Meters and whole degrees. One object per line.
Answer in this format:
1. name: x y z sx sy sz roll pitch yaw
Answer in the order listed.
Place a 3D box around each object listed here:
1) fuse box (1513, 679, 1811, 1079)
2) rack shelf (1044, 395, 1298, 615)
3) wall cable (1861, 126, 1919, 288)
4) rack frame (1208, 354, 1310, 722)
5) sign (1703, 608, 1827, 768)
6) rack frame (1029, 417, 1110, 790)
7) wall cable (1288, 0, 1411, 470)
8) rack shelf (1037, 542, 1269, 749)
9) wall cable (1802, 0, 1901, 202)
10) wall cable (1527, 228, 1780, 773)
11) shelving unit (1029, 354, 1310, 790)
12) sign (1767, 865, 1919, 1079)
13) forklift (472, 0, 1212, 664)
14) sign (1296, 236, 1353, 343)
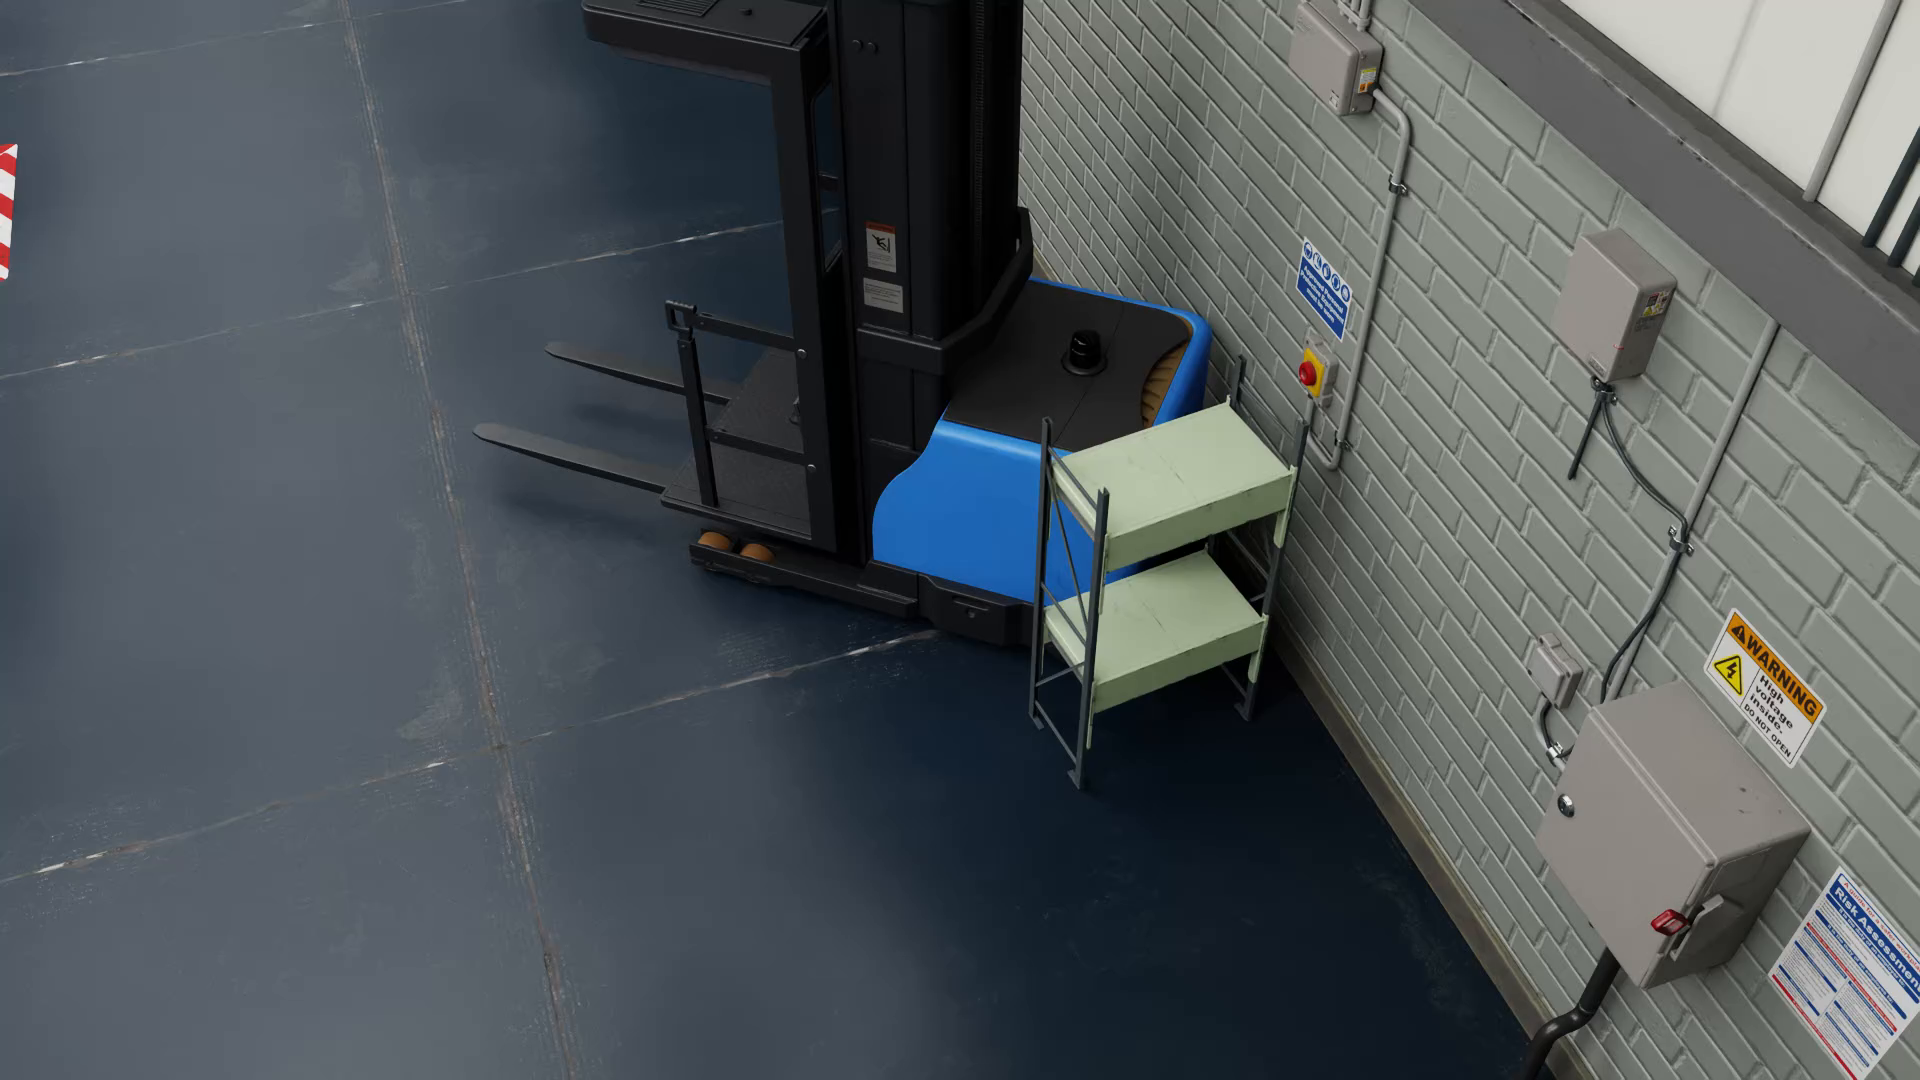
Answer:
1. fuse box: 1.756 1.188 4.667 0.414 1.711 0.539 -14 47 -14
2. rack shelf: 0.690 -0.125 5.574 0.720 0.370 0.431 -19 48 -18
3. wall cable: 2.302 -0.650 1.327 0.133 3.039 2.988 -14 47 -14
4. rack frame: 1.020 0.037 5.964 0.023 1.500 0.400 -19 48 -18
5. sign: 1.932 0.355 4.005 0.001 0.242 0.339 -14 47 -14
6. rack frame: 0.361 0.263 5.738 0.023 1.500 0.400 -19 48 -18
7. wall cable: 1.180 -1.071 5.270 0.123 1.953 0.585 -14 47 -14
8. rack shelf: 0.690 0.380 6.082 0.720 0.370 0.431 -19 48 -18
9. wall cable: 1.392 -2.502 3.199 0.029 3.000 2.355 -14 47 -14
10. wall cable: 1.673 -0.118 4.342 0.122 1.984 0.588 -14 47 -14
11. shelving unit: 0.690 0.150 5.851 0.755 1.500 0.431 -19 48 -18
12. sign: 2.119 1.046 3.966 0.001 0.494 0.329 -14 47 -14
13. forklift: -0.584 -1.190 6.176 3.031 2.935 1.130 15 47 14
14. sign: 1.221 -0.844 5.592 0.001 0.218 0.327 -14 47 -14
